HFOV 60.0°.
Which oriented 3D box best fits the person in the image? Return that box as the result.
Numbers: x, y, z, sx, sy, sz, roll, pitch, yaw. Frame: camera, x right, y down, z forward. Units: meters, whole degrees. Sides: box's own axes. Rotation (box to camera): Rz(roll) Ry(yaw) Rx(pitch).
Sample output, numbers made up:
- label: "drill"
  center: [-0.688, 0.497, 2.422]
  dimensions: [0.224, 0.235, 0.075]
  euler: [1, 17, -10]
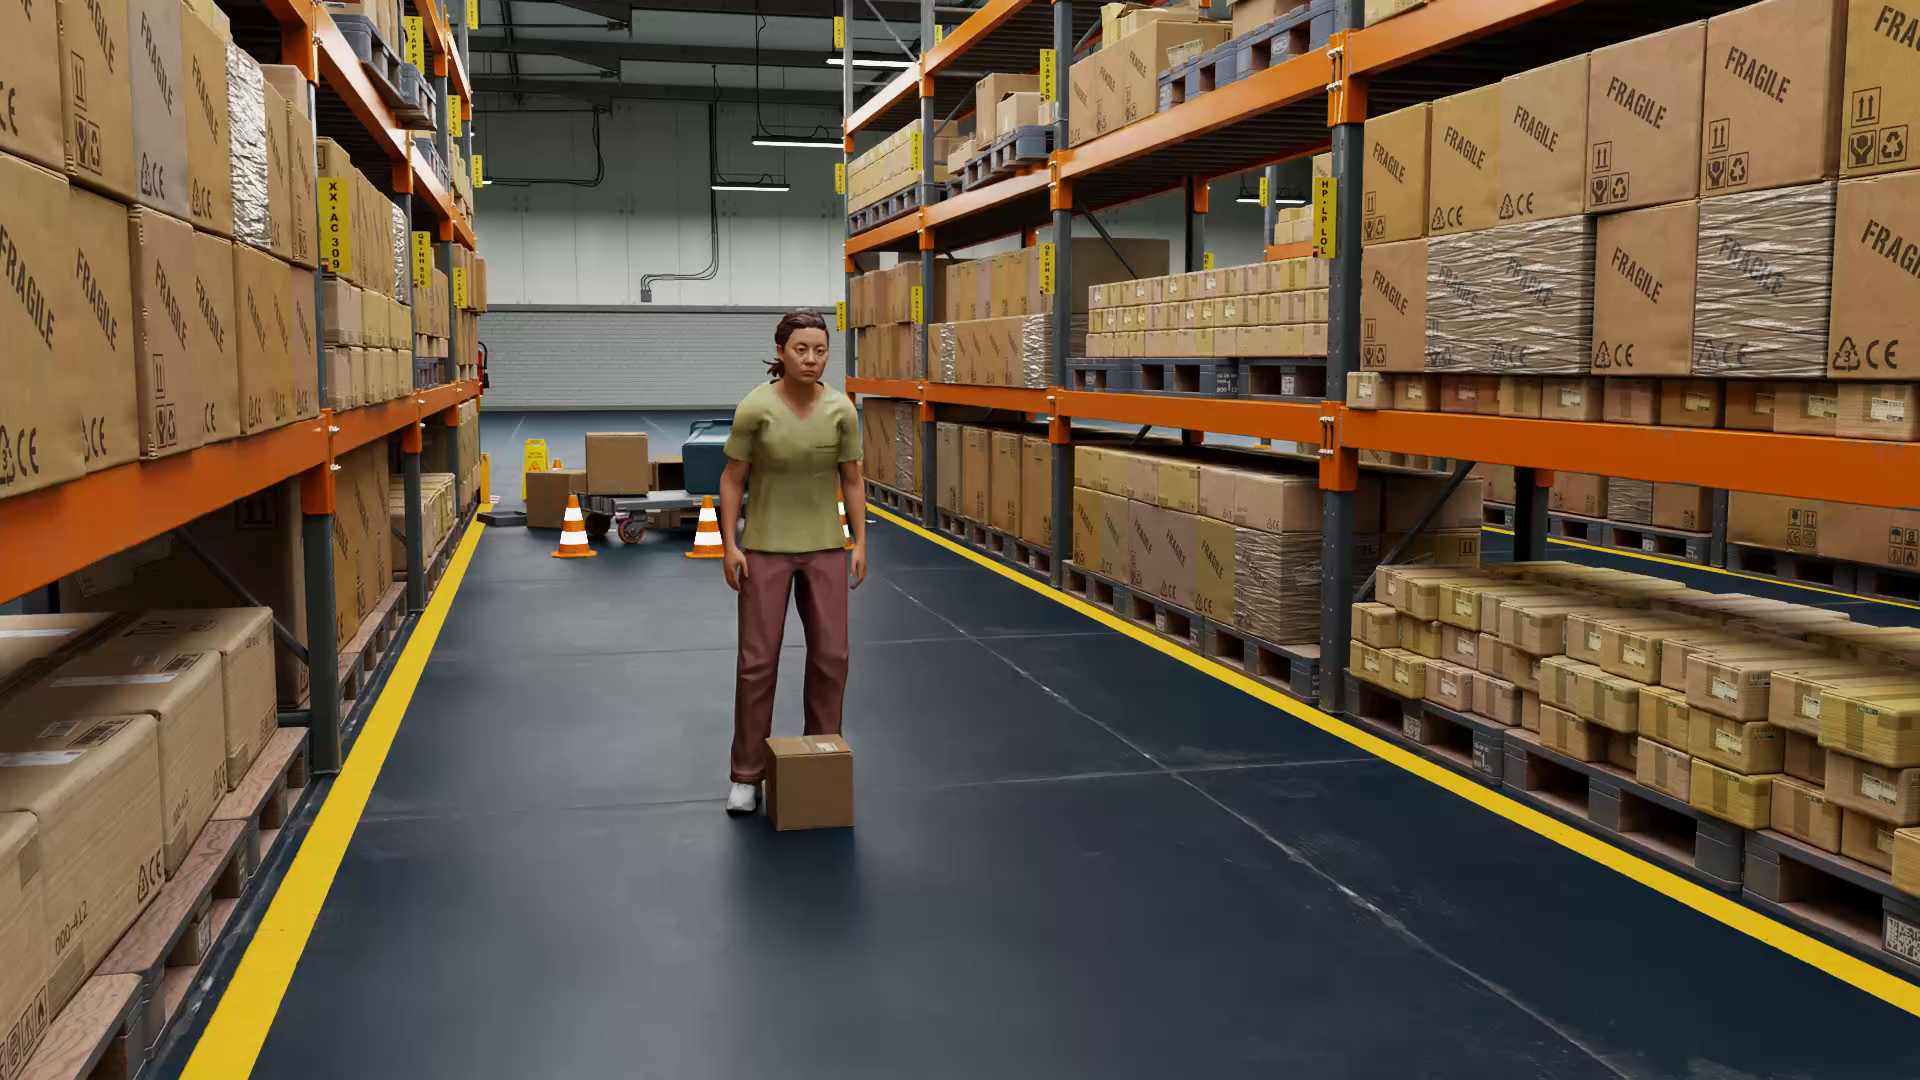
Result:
- label: "person"
  center: [-0.556, 0.059, 5.607]
  dimensions: [0.521, 1.672, 0.363]
  euler: [-2, 6, -17]
